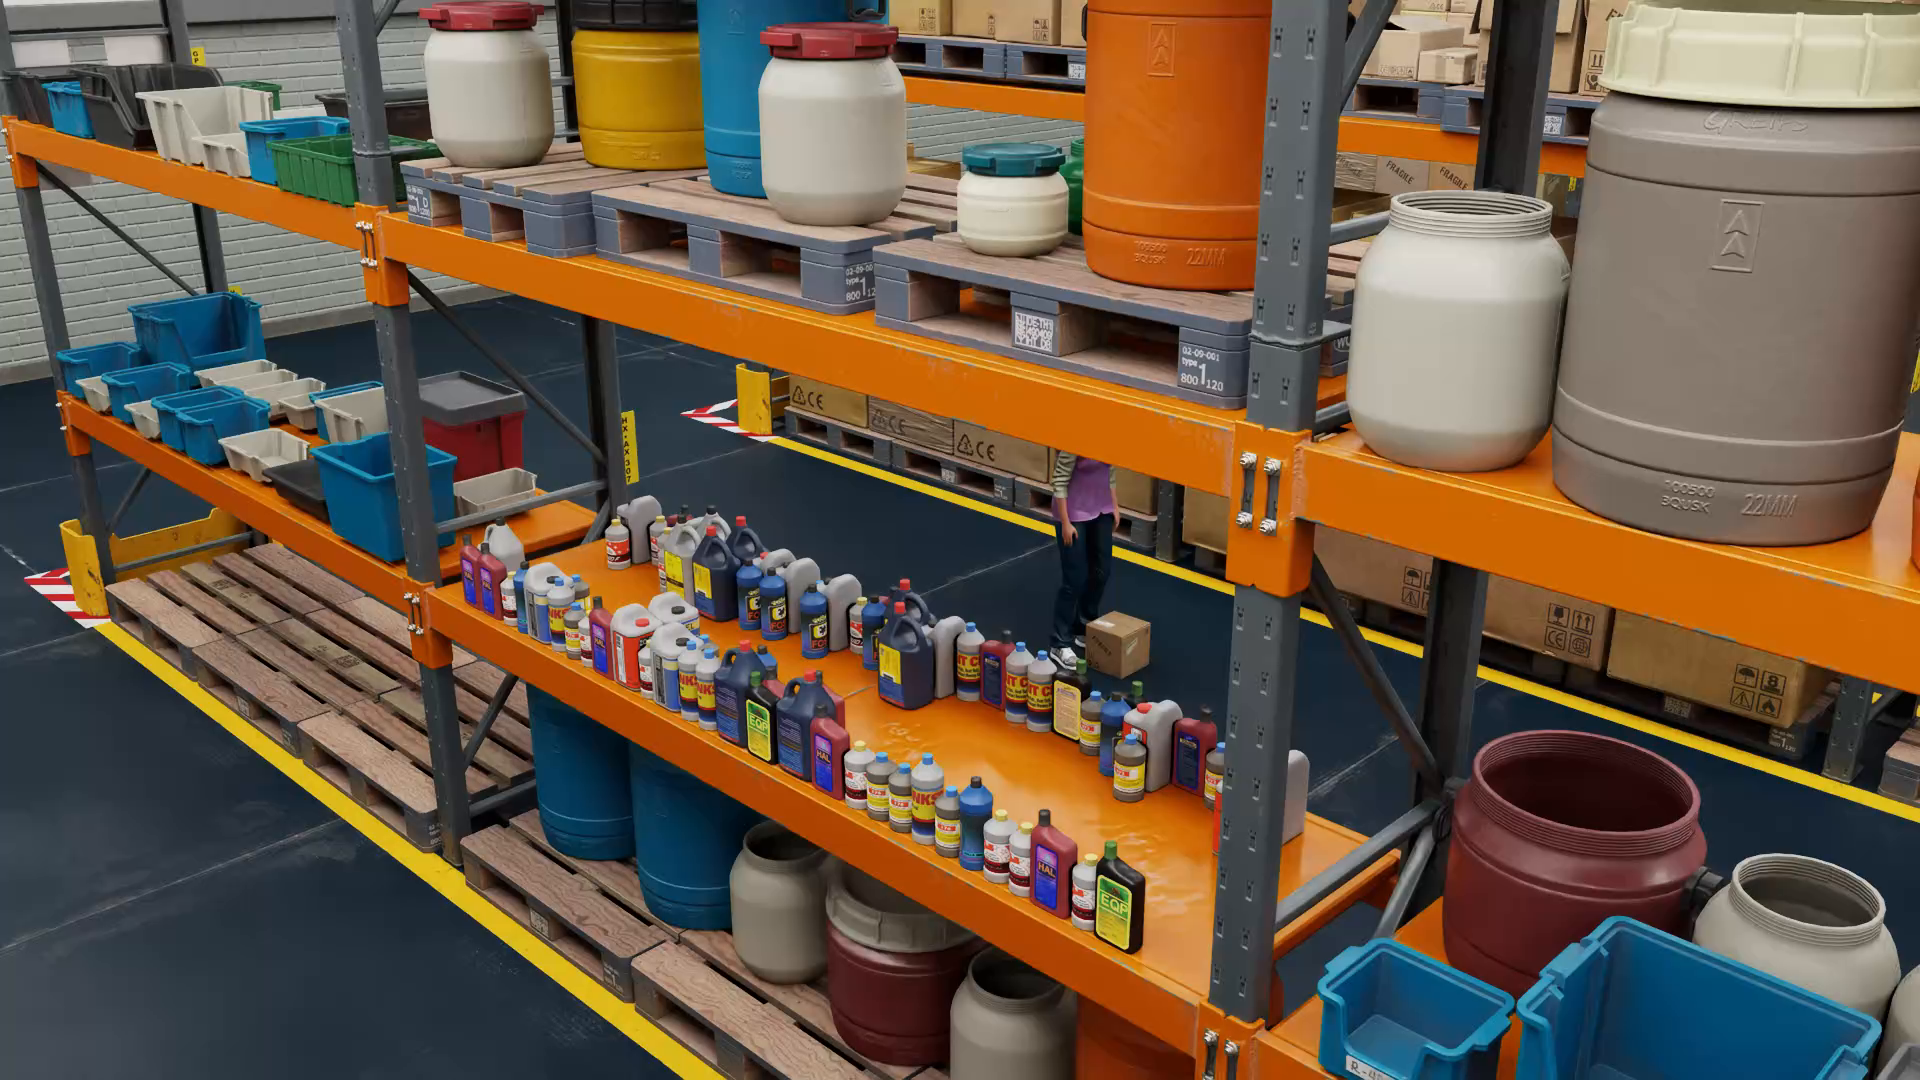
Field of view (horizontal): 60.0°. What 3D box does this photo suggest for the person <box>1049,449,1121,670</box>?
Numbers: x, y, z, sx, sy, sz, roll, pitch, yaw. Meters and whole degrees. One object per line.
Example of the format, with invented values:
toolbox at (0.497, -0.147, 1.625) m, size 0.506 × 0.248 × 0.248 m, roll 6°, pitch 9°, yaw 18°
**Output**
person at (0.676, -0.117, 8.903) m, size 0.344 × 1.593 × 0.462 m, roll 19°, pitch 28°, yaw 41°
